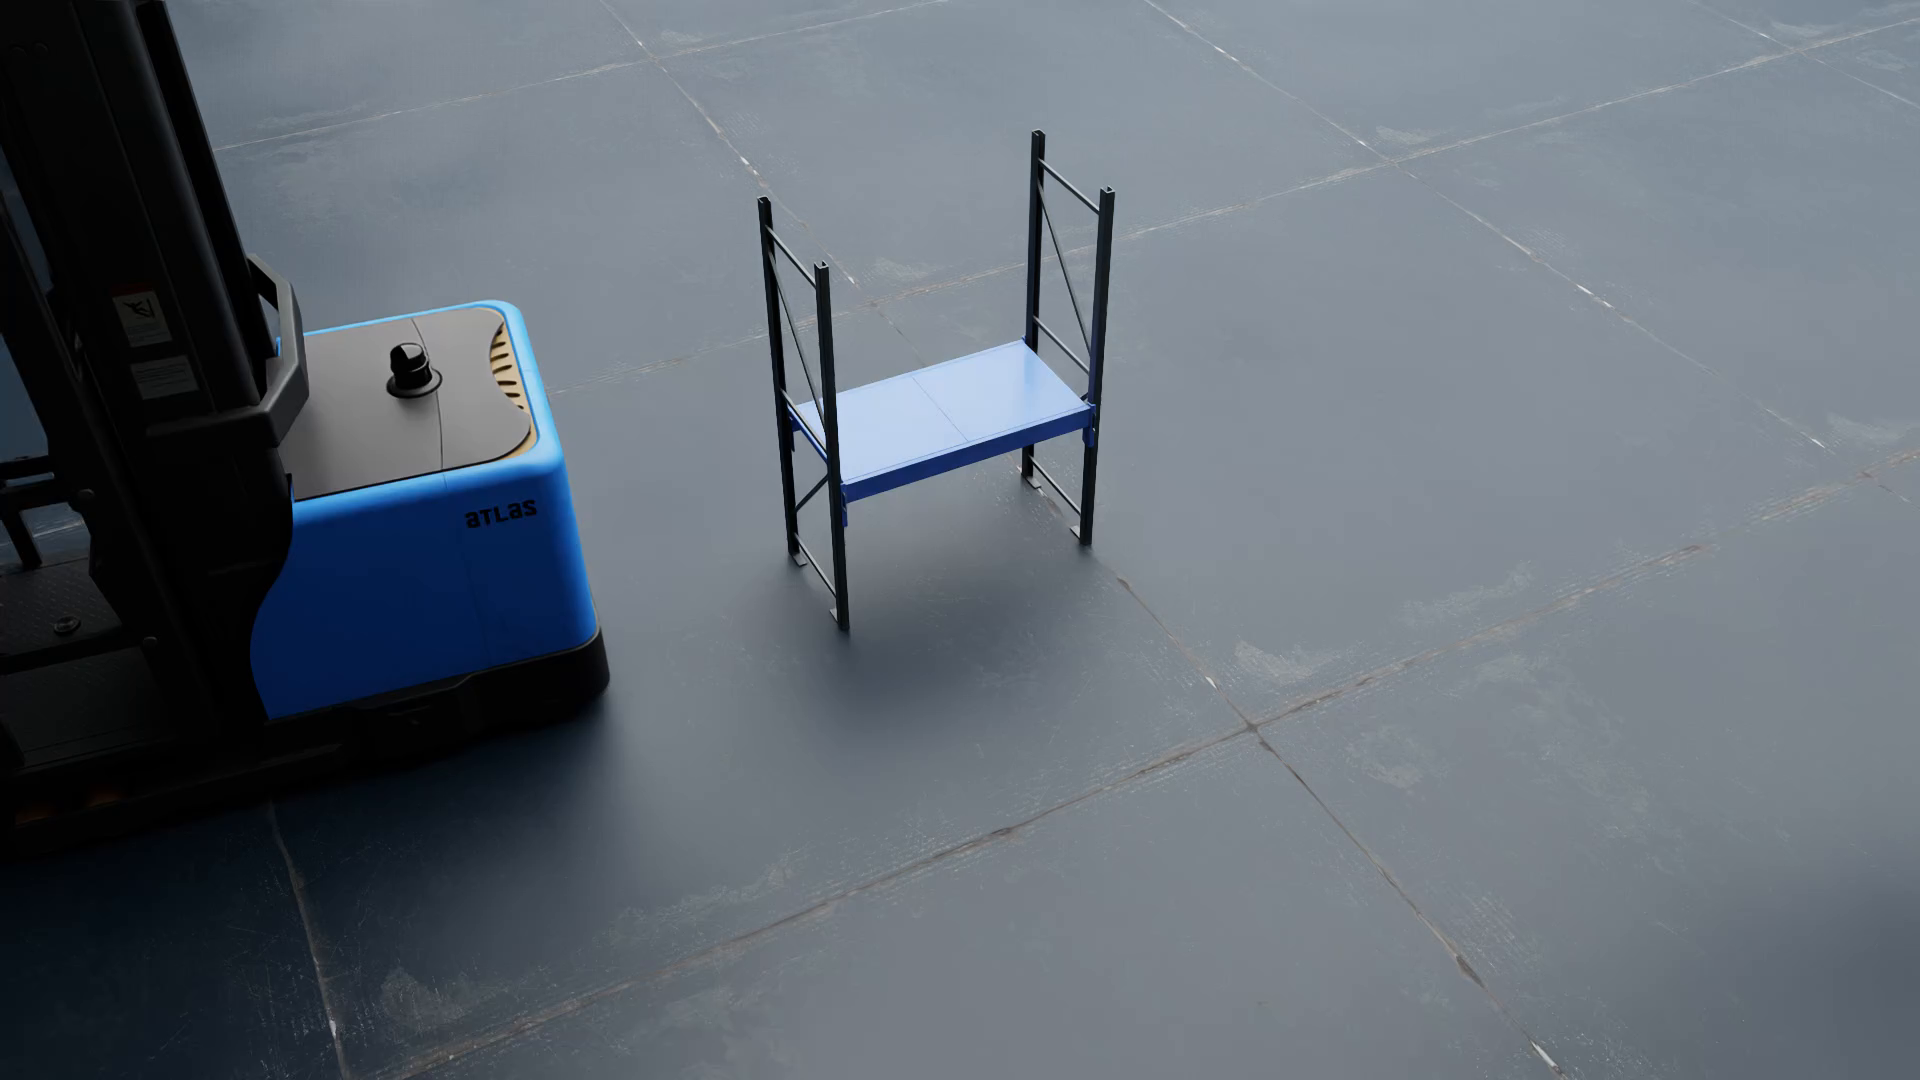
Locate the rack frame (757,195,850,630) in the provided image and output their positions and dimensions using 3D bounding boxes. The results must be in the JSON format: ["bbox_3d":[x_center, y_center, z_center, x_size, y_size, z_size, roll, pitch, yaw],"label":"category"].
[{"bbox_3d":[-0.527,-0.395,5.687,0.032,1.500,0.500,-19,44,-21],"label":"rack frame"}]

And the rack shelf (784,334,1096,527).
[{"bbox_3d":[-0.076,-0.410,5.982,1.000,0.185,0.538,-19,44,-21],"label":"rack shelf"}]

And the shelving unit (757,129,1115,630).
[{"bbox_3d":[-0.076,-0.547,5.866,1.048,1.500,0.538,-19,44,-21],"label":"shelving unit"}]

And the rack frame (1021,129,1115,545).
[{"bbox_3d":[0.375,-0.699,6.045,0.032,1.500,0.500,-19,44,-21],"label":"rack frame"}]

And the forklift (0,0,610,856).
[{"bbox_3d":[-2.774,-0.525,4.732,3.031,2.935,1.130,-13,42,-15],"label":"forklift"}]
